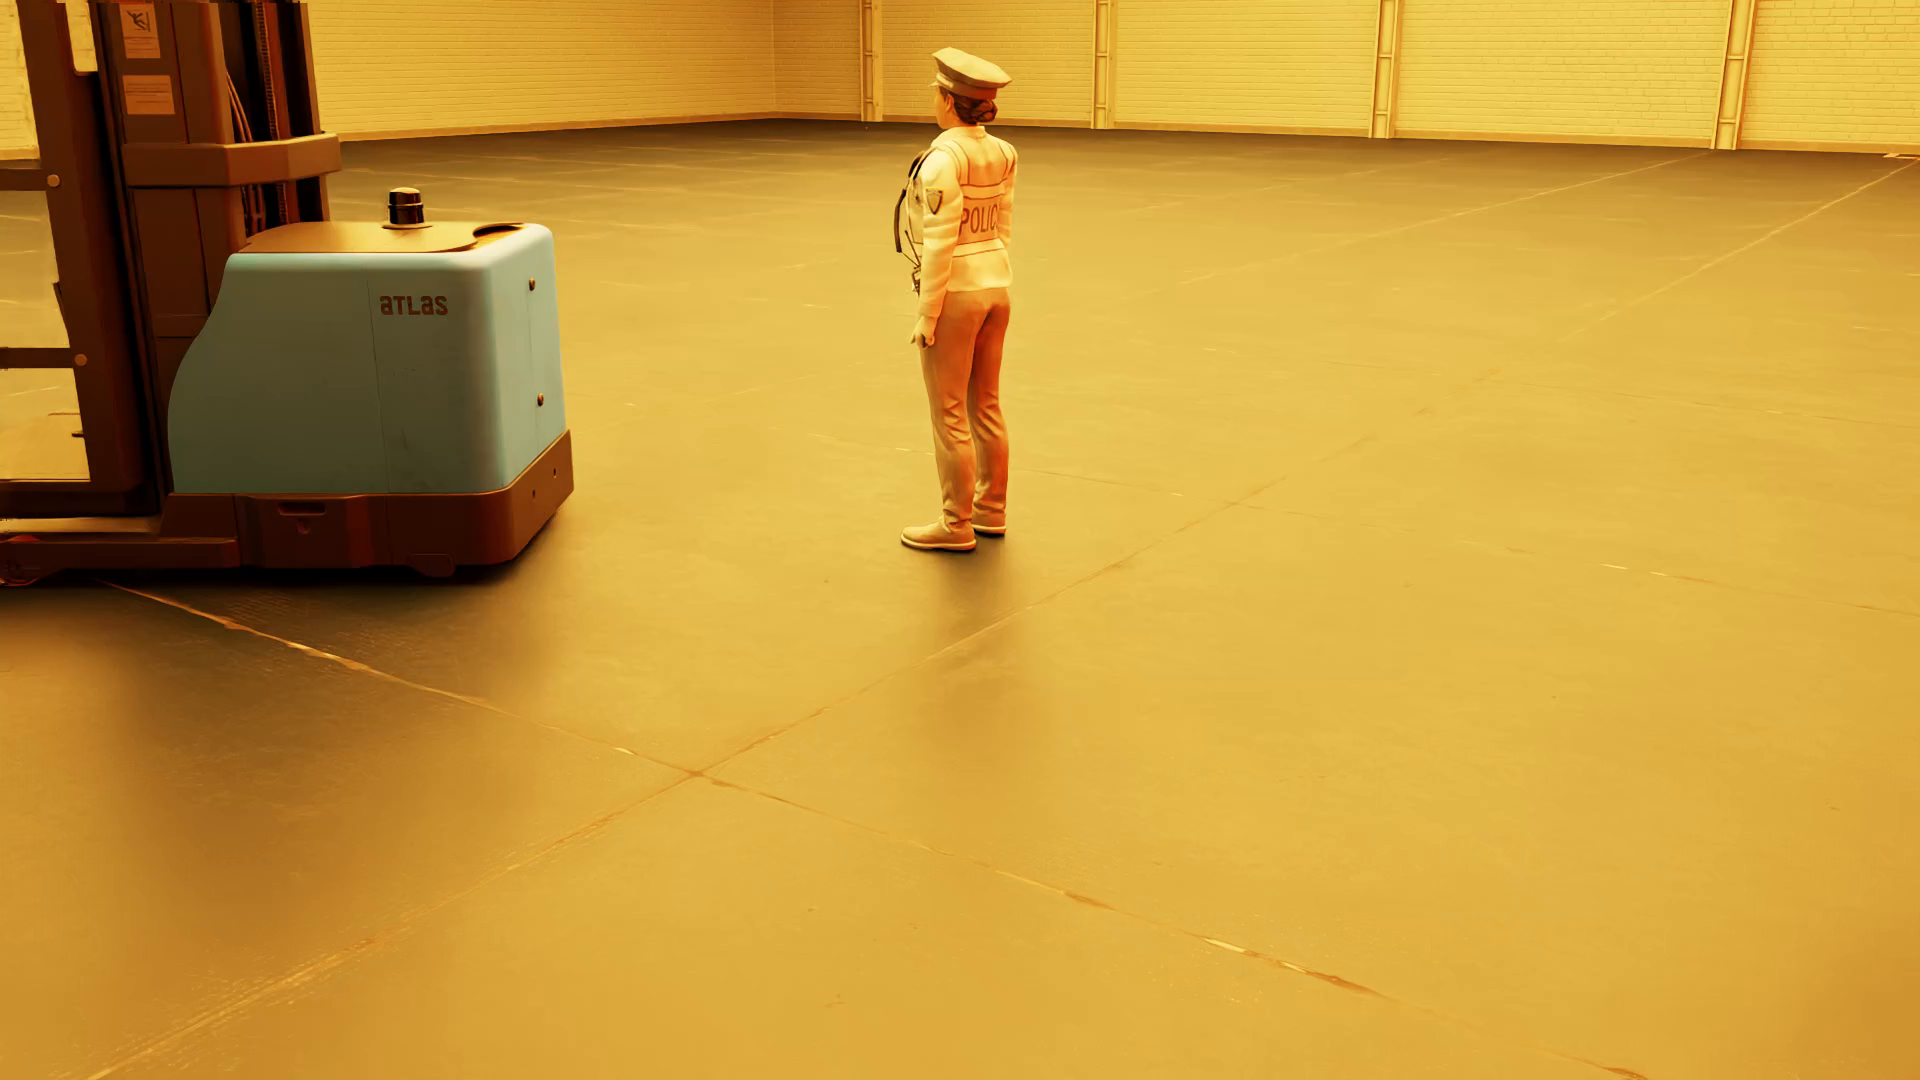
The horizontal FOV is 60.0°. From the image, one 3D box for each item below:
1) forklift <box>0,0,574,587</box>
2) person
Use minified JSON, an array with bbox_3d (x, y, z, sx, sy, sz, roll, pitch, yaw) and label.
[{"bbox_3d":[-2.985,-1.403,5.526,3.031,2.935,1.130,0,17,0],"label":"forklift"},{"bbox_3d":[-0.003,-0.807,5.702,0.353,1.694,0.461,11,20,33],"label":"person"}]
